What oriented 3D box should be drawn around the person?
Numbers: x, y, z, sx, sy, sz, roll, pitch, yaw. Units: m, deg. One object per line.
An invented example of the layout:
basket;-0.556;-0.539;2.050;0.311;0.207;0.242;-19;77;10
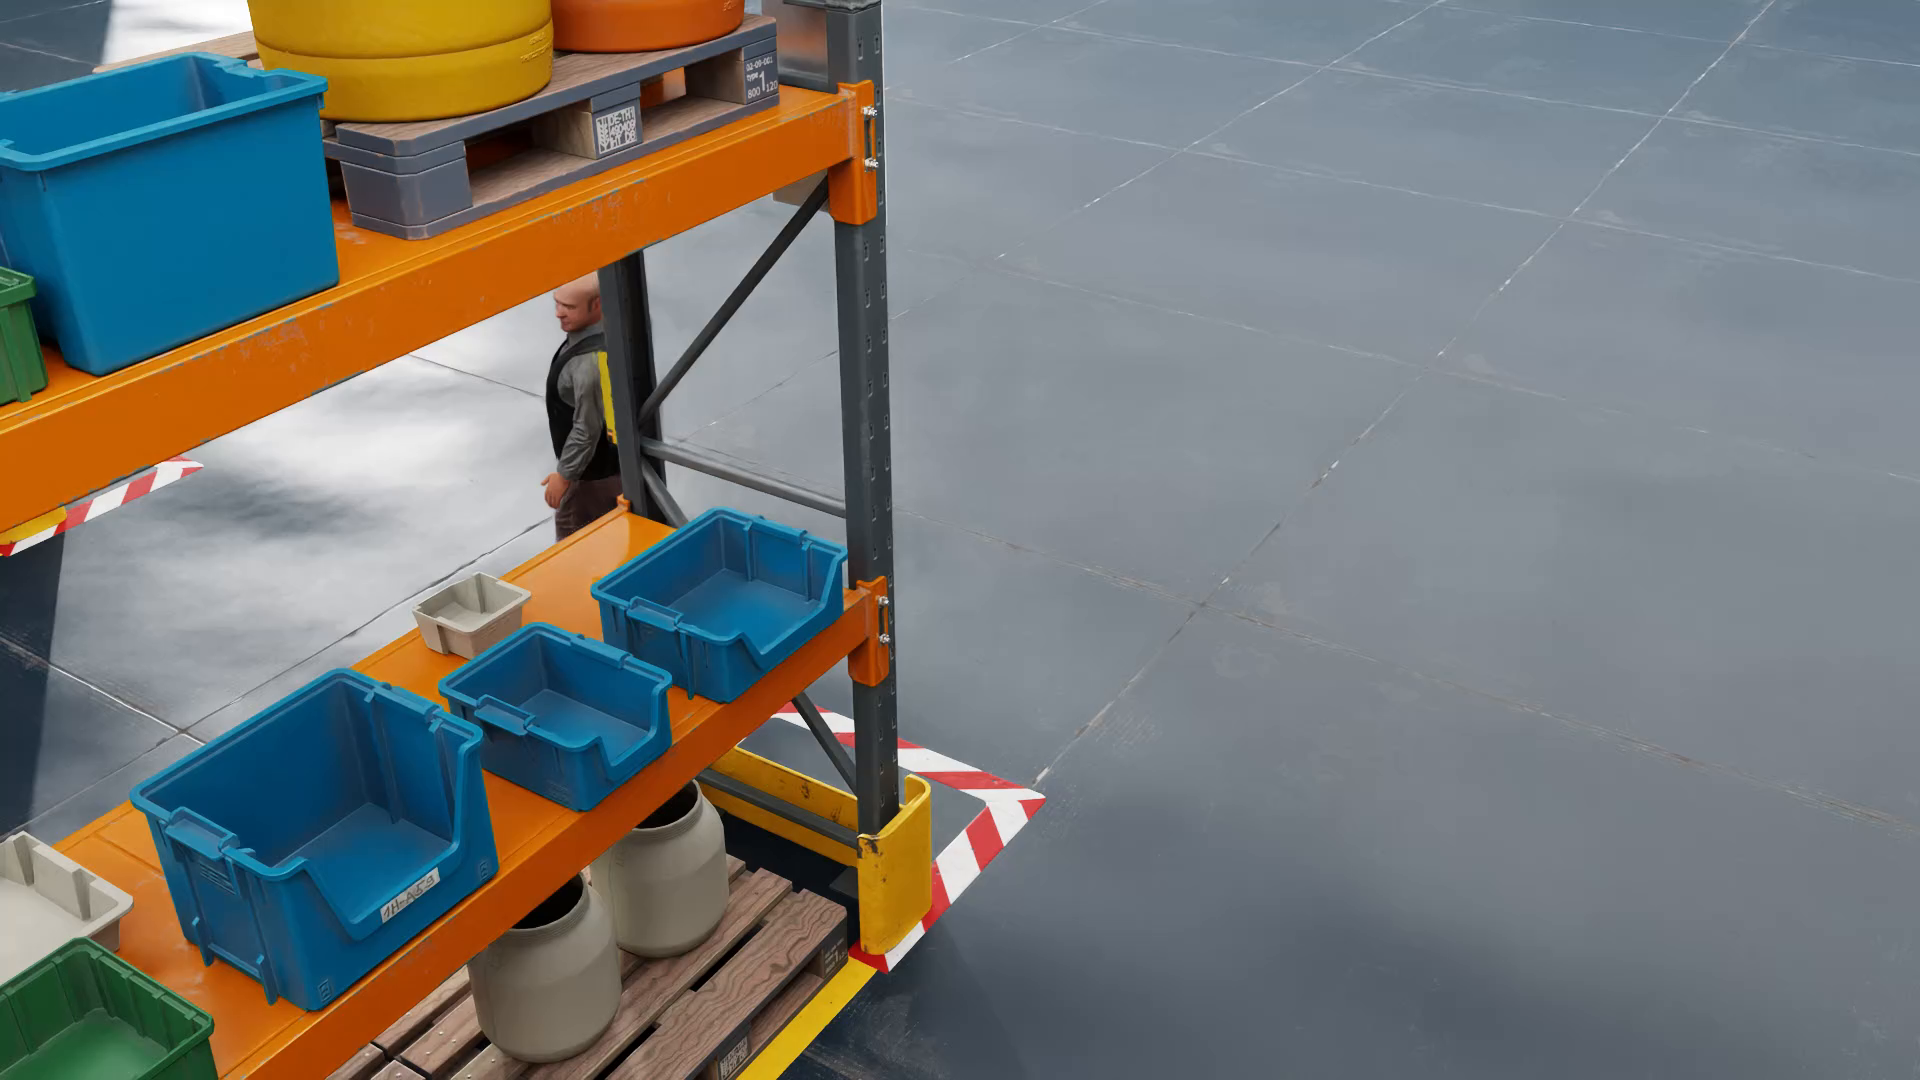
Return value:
person;-1.510;-0.326;6.700;0.913;1.667;0.575;-3;30;-5
